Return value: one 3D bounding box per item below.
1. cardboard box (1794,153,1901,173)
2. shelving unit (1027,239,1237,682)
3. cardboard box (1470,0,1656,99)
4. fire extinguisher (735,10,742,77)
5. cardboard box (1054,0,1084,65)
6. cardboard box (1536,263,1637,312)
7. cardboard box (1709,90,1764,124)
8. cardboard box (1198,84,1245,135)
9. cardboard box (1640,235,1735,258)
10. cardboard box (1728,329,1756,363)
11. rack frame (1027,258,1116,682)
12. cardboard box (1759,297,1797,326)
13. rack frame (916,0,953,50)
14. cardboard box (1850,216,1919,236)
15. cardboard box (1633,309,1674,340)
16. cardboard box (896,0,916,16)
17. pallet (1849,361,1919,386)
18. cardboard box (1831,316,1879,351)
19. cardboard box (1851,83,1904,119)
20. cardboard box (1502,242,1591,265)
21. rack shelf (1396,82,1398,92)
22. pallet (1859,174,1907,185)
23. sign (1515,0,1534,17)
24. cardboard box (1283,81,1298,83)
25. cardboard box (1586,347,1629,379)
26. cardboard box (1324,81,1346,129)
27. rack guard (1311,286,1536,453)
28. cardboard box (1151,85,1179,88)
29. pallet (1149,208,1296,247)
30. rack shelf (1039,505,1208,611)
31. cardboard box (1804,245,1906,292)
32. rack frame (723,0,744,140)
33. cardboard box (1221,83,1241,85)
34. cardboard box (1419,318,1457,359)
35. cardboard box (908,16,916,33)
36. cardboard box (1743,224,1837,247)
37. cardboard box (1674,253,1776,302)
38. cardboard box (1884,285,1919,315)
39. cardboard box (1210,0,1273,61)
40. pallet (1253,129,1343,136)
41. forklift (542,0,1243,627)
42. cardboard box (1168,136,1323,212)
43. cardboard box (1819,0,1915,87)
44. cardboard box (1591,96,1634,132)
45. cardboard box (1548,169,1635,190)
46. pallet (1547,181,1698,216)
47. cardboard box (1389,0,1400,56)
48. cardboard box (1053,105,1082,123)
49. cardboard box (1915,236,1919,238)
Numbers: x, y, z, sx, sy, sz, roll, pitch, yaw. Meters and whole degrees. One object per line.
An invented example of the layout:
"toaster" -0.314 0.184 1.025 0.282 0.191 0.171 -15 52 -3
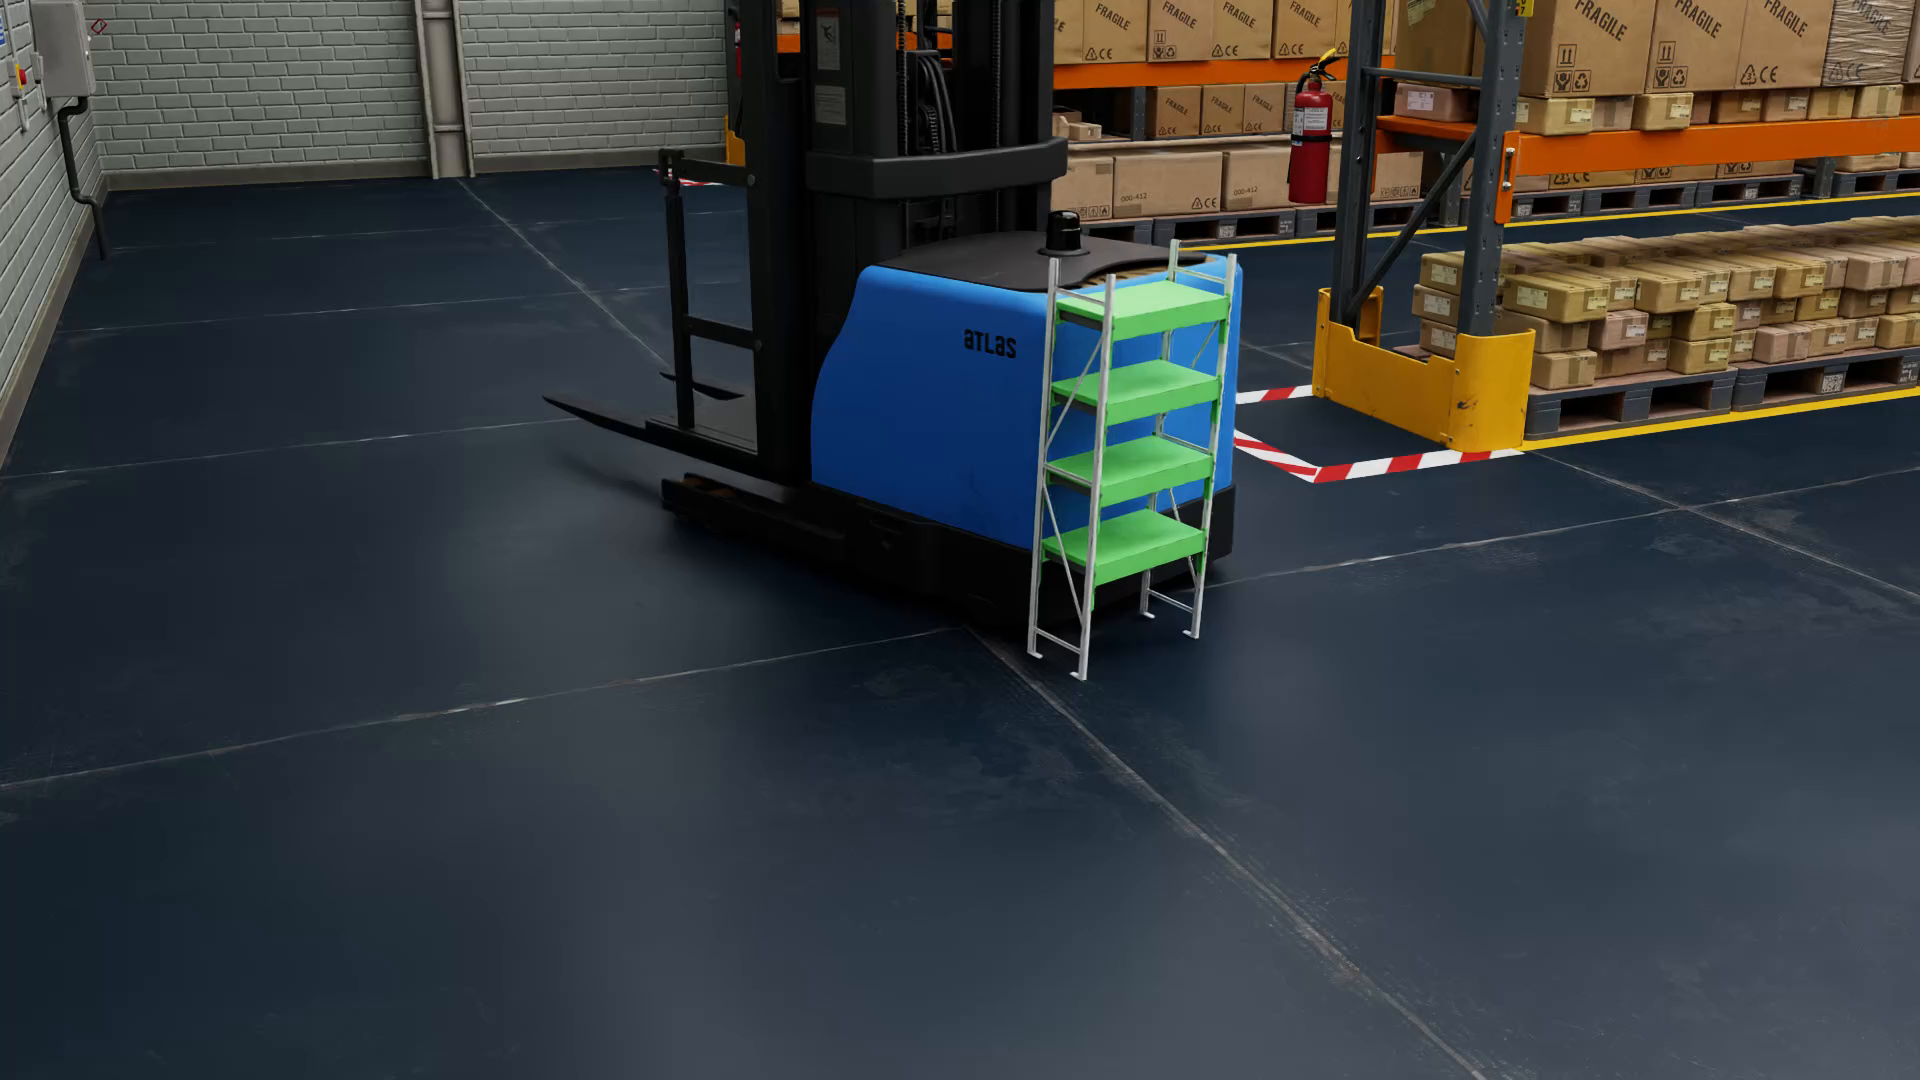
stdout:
"cardboard box" 7.811 -3.546 14.900 0.625 0.372 0.950 -10 22 -26
"shelving unit" 0.493 -0.235 4.860 0.503 1.200 0.258 -16 28 -38
"cardboard box" 2.518 -2.129 6.955 0.500 0.500 0.500 -7 21 -19
"fire extinguisher" -1.978 -4.604 15.259 0.183 0.674 0.296 -8 21 -22
"cardboard box" 0.498 -3.486 11.256 0.500 0.500 0.500 -8 21 -22
"cardboard box" 2.818 -1.139 7.506 0.250 0.149 0.380 -8 21 -21
"cardboard box" 3.352 -1.961 7.452 0.250 0.149 0.380 -8 21 -22
"cardboard box" 2.665 -4.590 17.673 0.500 0.500 0.500 -8 21 -23
"cardboard box" 3.597 -1.404 8.258 0.250 0.149 0.380 -9 21 -24
"cardboard box" 3.512 -0.949 7.861 0.250 0.149 0.380 -8 21 -22
"rack frame" 0.308 -0.182 4.710 0.015 1.200 0.240 -16 28 -38
"cardboard box" 3.760 -1.142 7.962 0.250 0.149 0.380 -7 21 -19
"rack frame" -0.057 -3.463 11.342 0.127 3.000 1.000 -8 21 -22
"cardboard box" 4.995 -1.627 8.891 0.250 0.149 0.380 -7 21 -19
"cardboard box" 3.043 -1.029 7.642 0.250 0.149 0.380 -8 21 -21
"cardboard box" -0.576 -5.158 15.932 0.500 0.250 0.500 -9 21 -23
"pallet" 5.067 -1.079 8.768 1.213 0.211 1.003 -8 21 -22
"cardboard box" 4.228 -1.041 8.123 0.250 0.149 0.380 -8 21 -21
"cardboard box" 4.093 -2.038 7.673 0.250 0.149 0.380 -8 21 -21
"cardboard box" 2.823 -1.336 8.066 0.250 0.149 0.380 -9 21 -23
"rack shelf" 5.452 -3.913 13.703 4.000 0.370 1.077 -8 21 -22
"pallet" 9.125 -3.462 15.537 1.213 0.211 1.003 -8 21 -22
"sign" 2.212 -2.210 6.479 0.005 0.325 0.100 -8 21 -22
"cardboard box" 3.492 -5.029 17.943 0.250 0.149 0.380 -8 21 -22
"cardboard box" 2.812 -0.851 7.583 0.250 0.149 0.380 -8 21 -22
"cardboard box" 4.073 -4.795 18.254 0.500 0.500 0.500 -7 21 -20
"rack guard" 2.066 -0.798 7.536 0.348 0.500 1.175 -8 21 -22
"cardboard box" 2.081 -4.794 17.275 0.250 0.149 0.380 -7 21 -19
"pallet" 1.765 -2.436 12.624 1.213 0.211 1.003 -8 21 -22
"rack shelf" 0.481 0.047 4.973 0.480 0.148 0.258 -16 28 -38
"cardboard box" 4.277 -1.307 7.983 0.250 0.149 0.380 -9 21 -24
"rack frame" -2.026 -4.977 15.639 0.127 3.000 1.000 -8 21 -22
"cardboard box" 2.782 -4.931 17.666 0.250 0.149 0.380 -9 21 -23
"cardboard box" 2.397 -0.953 7.873 0.250 0.149 0.380 -8 21 -21
"cardboard box" -0.413 -4.972 16.005 0.250 0.149 0.380 -9 21 -23
"cardboard box" 4.285 -1.529 8.612 0.250 0.149 0.380 -8 21 -21
"cardboard box" 3.553 -1.225 7.749 0.250 0.149 0.380 -7 21 -20
"cardboard box" 4.528 -1.226 8.200 0.250 0.149 0.380 -8 21 -21
"cardboard box" 1.878 -3.694 11.845 0.500 0.500 0.500 -7 21 -20
"pallet" 3.500 -4.468 18.393 1.213 0.211 1.003 -8 21 -22
"forklift" -0.470 -1.514 5.908 3.031 2.935 1.130 18 26 41
"cardboard box" 2.175 -2.811 12.715 0.875 0.438 0.875 -9 21 -24
"cardboard box" 3.920 -2.337 7.545 0.500 0.500 0.500 -9 21 -23
"cardboard box" 2.641 -1.837 7.102 0.250 0.149 0.380 -7 21 -20
"cardboard box" 4.980 -3.413 13.765 0.875 0.875 0.875 -8 21 -20
"pallet" 5.416 -2.961 14.112 1.213 0.211 1.003 -8 21 -22
"cardboard box" 3.291 -3.898 12.425 0.500 0.500 0.500 -8 21 -21
"cardboard box" 0.946 -4.418 17.469 0.500 0.311 0.500 -7 21 -20
"cardboard box" 5.001 -1.421 8.305 0.250 0.149 0.380 -8 21 -22
